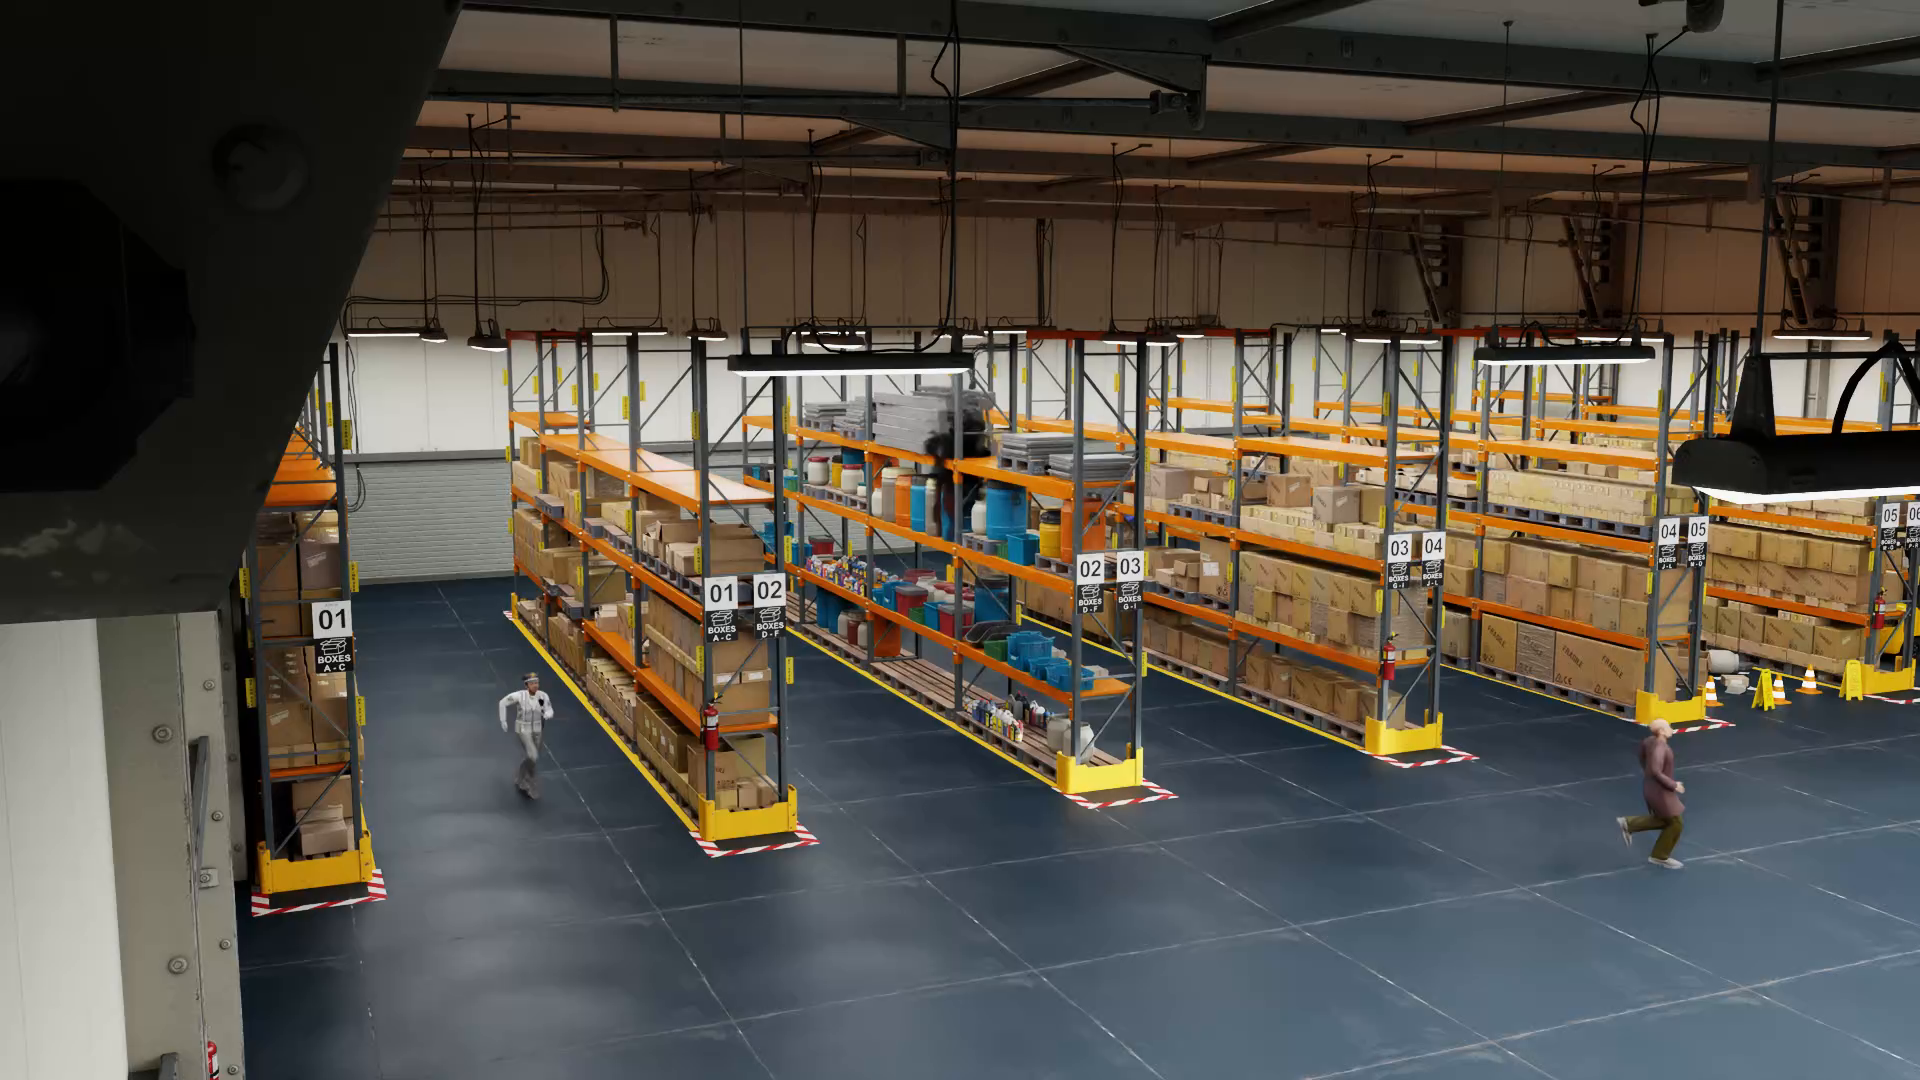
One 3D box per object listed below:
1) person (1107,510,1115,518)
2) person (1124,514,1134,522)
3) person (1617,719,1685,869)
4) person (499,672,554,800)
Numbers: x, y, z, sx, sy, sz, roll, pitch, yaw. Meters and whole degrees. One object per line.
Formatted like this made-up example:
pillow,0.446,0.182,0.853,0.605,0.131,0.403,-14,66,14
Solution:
person,3.630,0.002,40.603,0.643,1.678,0.693,4,9,27
person,4.078,-0.082,41.417,0.598,1.600,0.528,5,9,34
person,7.965,2.899,19.102,0.714,1.733,0.742,1,8,8
person,-5.658,2.541,21.818,0.638,1.693,0.788,-6,10,-38
